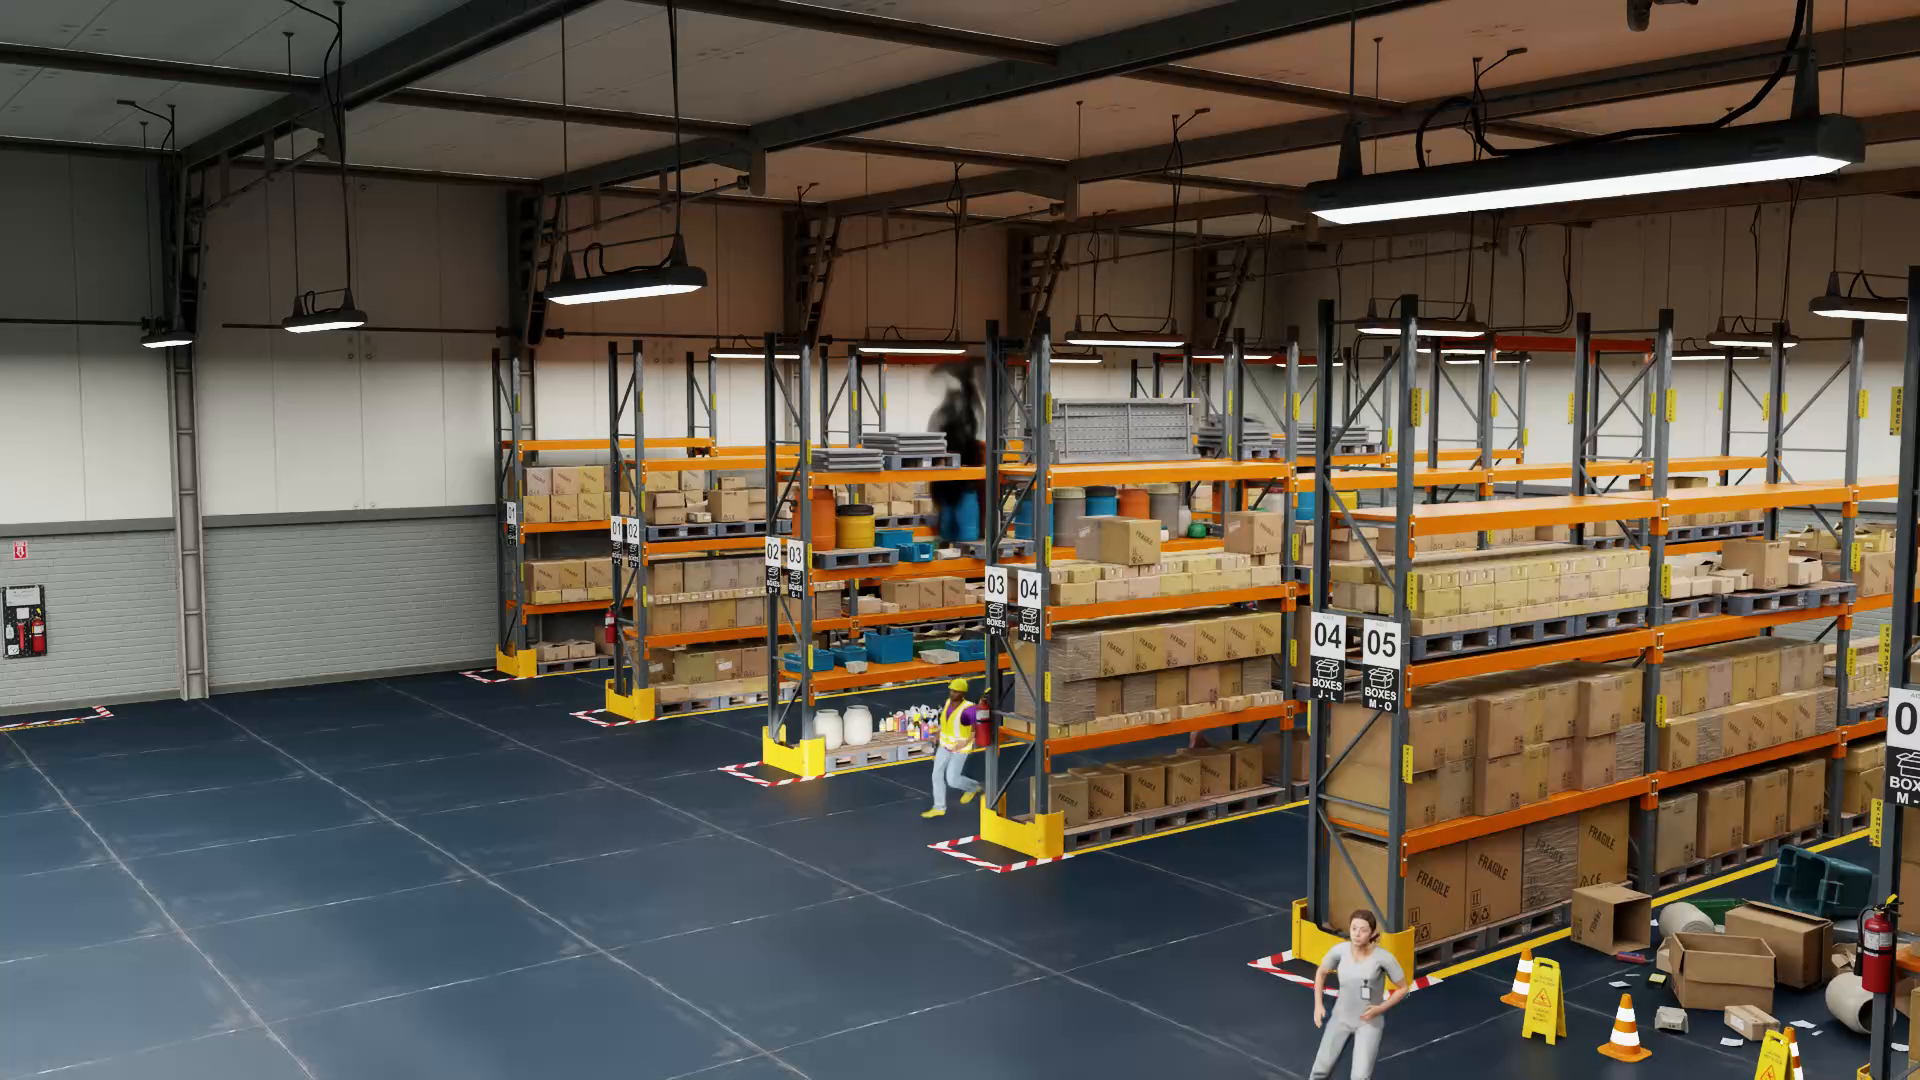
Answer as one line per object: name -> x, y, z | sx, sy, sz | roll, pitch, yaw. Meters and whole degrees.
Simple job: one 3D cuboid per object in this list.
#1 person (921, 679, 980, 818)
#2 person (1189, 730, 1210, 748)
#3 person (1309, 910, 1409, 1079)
person -> -0.012, 2.498, 20.306 | 0.757, 1.643, 0.759 | -4, 7, -42
person -> 3.221, 2.330, 22.544 | 0.571, 1.688, 0.904 | 5, 7, 44
person -> 2.735, 3.364, 11.583 | 0.762, 1.662, 0.627 | 2, 6, 25
